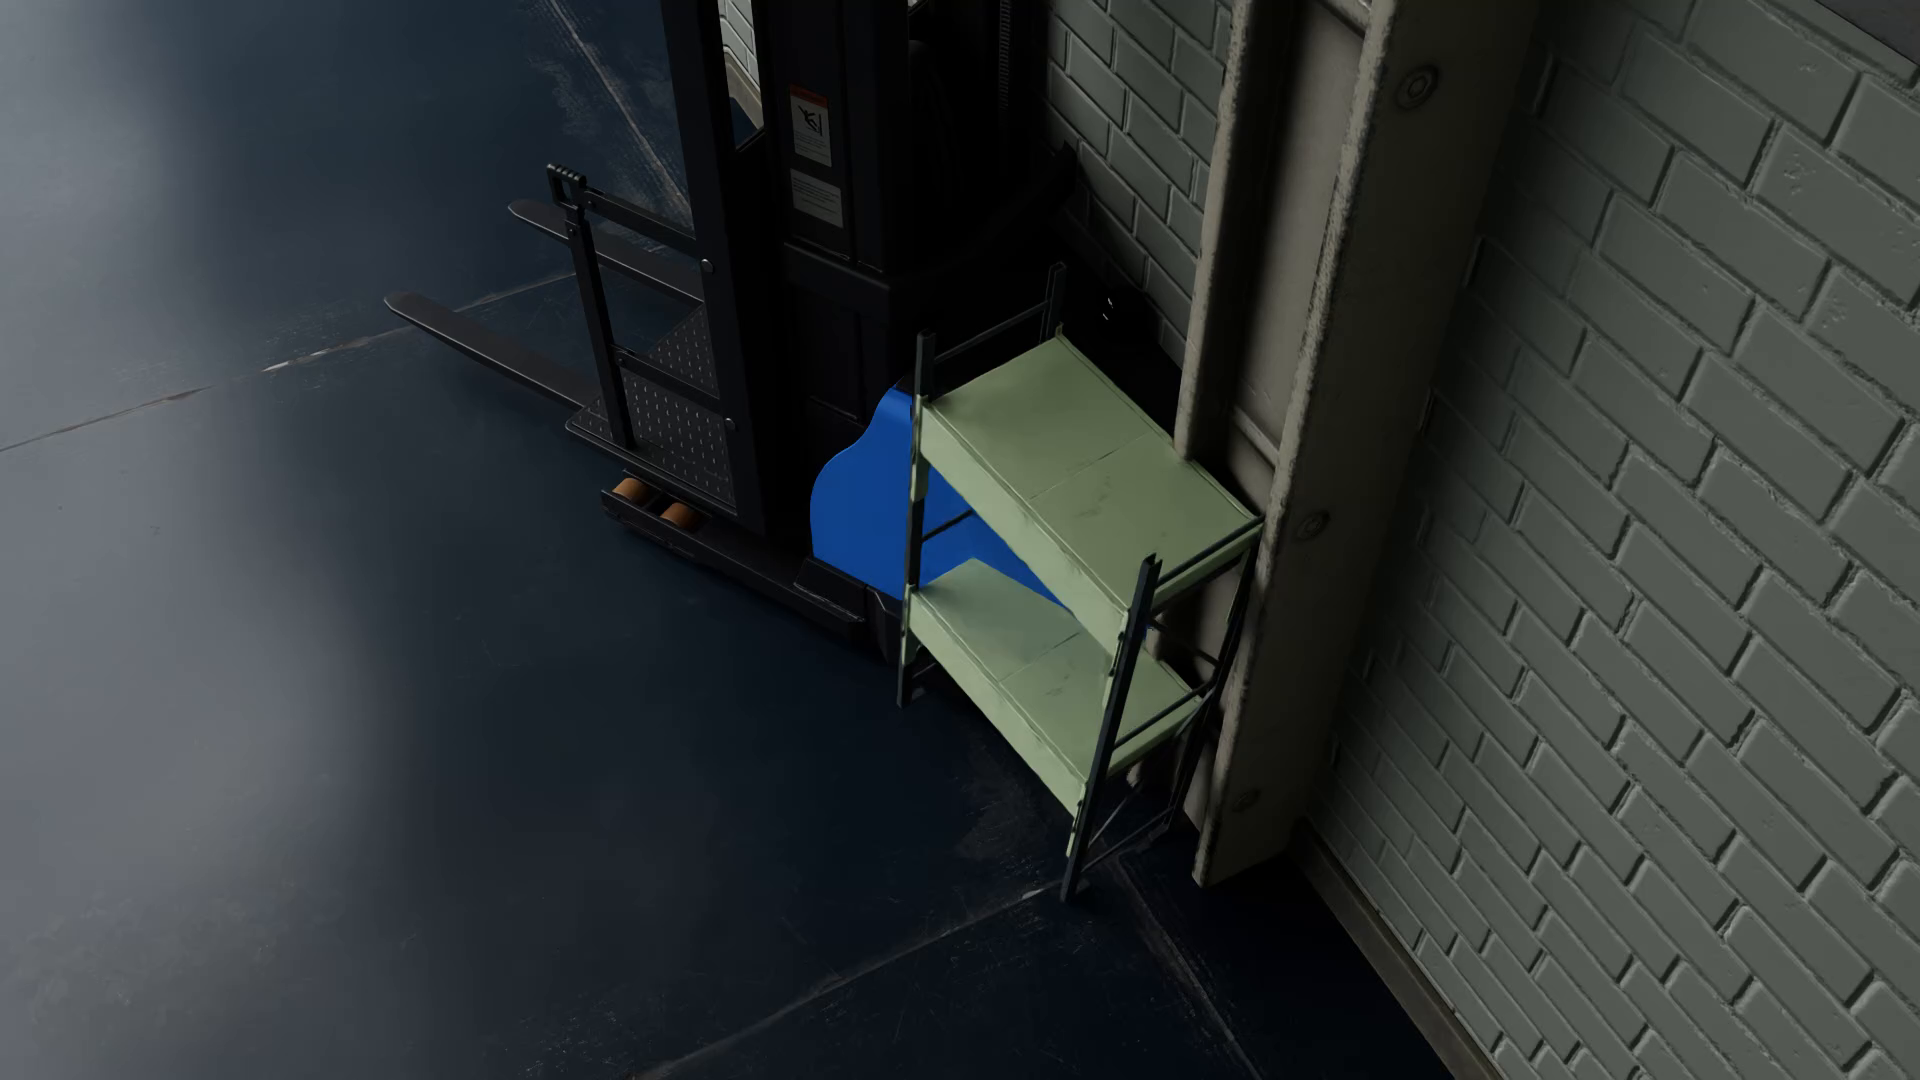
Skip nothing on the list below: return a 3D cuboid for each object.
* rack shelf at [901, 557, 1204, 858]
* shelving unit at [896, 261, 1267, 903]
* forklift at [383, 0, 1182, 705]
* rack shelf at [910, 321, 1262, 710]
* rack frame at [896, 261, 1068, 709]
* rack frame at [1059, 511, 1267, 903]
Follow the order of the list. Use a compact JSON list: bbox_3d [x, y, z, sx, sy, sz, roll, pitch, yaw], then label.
[{"bbox_3d":[0.232,0.366,4.307,0.431,0.370,0.720,-30,60,-24],"label":"rack shelf"},{"bbox_3d":[0.251,0.169,4.047,0.431,1.500,0.755,-30,60,-24],"label":"shelving unit"},{"bbox_3d":[-0.521,-1.222,4.372,3.031,2.935,1.130,26,54,21],"label":"forklift"},{"bbox_3d":[0.274,-0.067,3.737,0.431,0.370,0.720,-30,60,-24],"label":"rack shelf"},{"bbox_3d":[0.029,-0.071,4.213,0.400,1.500,0.023,-30,60,-24],"label":"rack frame"},{"bbox_3d":[0.472,0.409,3.882,0.400,1.500,0.023,-30,60,-24],"label":"rack frame"}]
